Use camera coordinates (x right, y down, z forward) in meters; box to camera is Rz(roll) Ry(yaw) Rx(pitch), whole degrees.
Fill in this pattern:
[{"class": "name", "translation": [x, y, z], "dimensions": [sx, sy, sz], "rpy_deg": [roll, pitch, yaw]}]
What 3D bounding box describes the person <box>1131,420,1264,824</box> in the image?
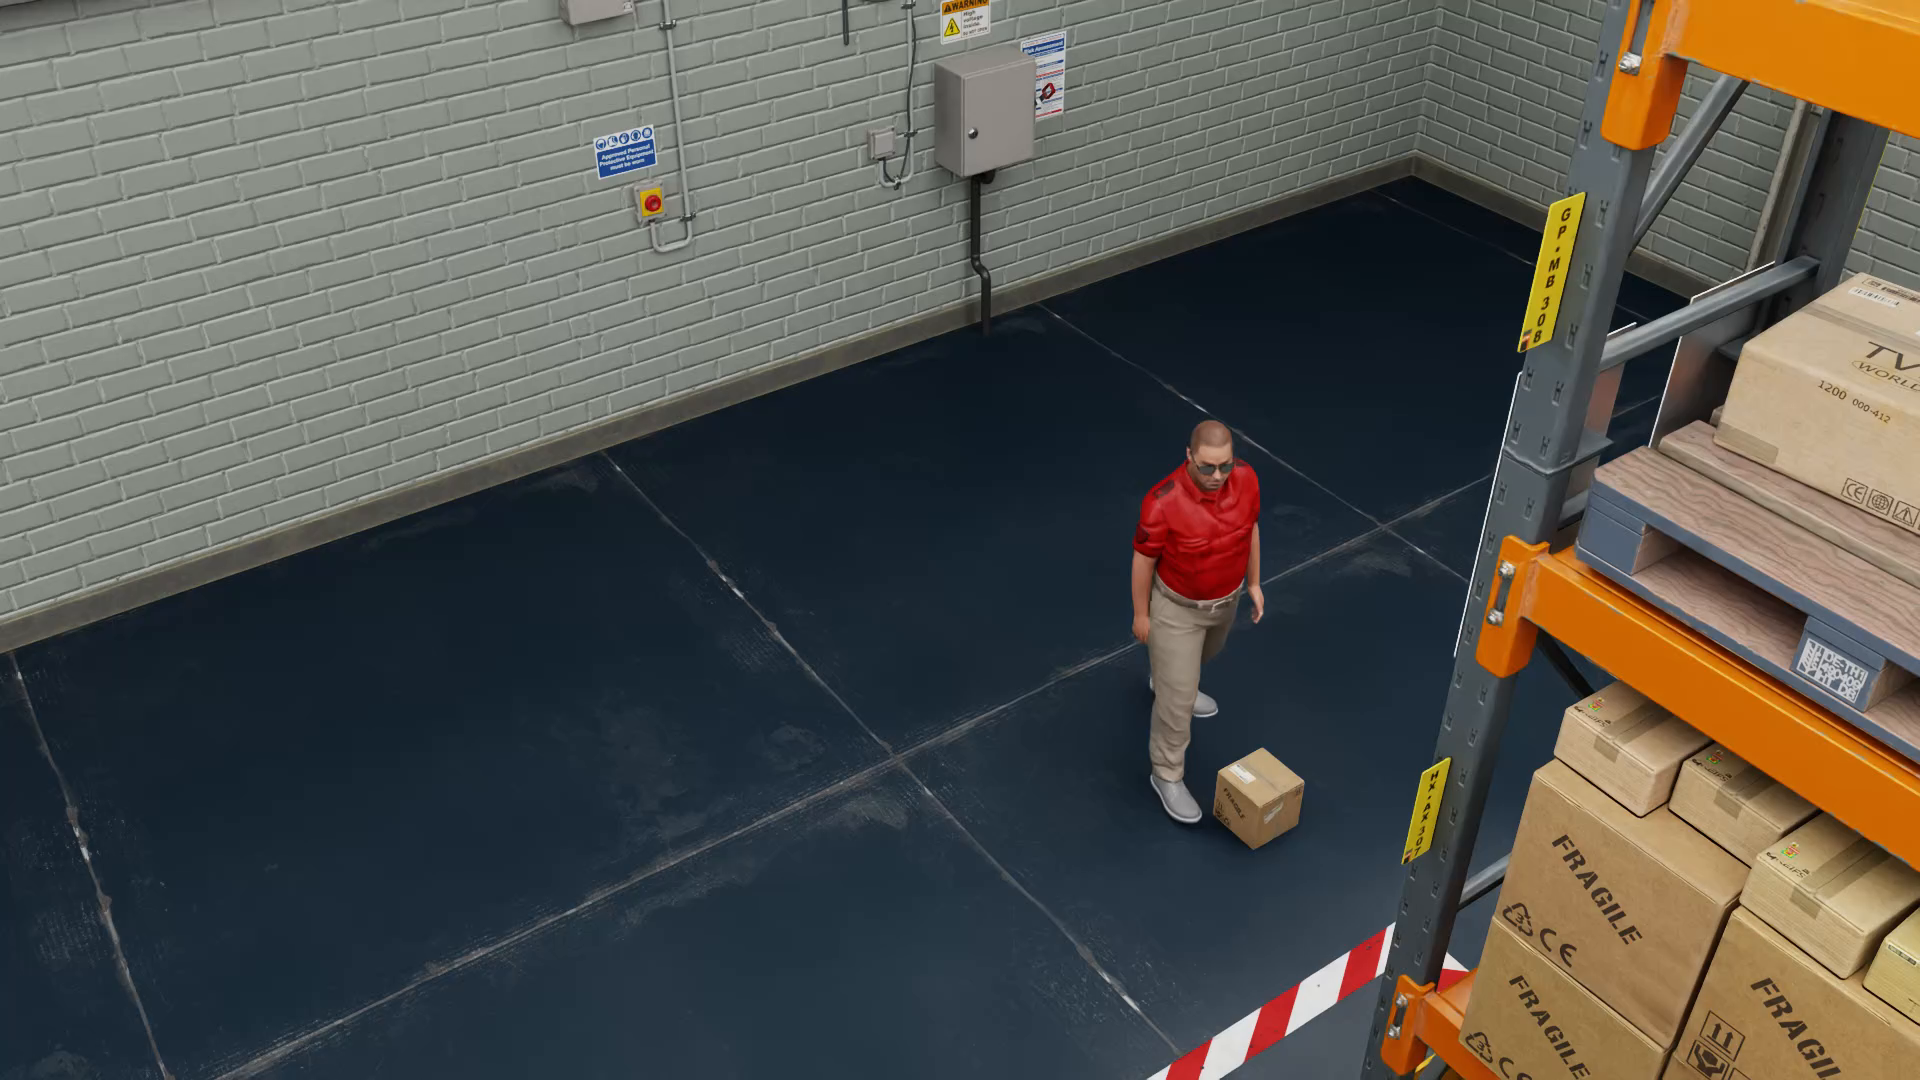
[{"class": "person", "translation": [0.969, 0.236, 6.716], "dimensions": [0.615, 1.730, 0.760], "rpy_deg": [-20, 41, -25]}]
